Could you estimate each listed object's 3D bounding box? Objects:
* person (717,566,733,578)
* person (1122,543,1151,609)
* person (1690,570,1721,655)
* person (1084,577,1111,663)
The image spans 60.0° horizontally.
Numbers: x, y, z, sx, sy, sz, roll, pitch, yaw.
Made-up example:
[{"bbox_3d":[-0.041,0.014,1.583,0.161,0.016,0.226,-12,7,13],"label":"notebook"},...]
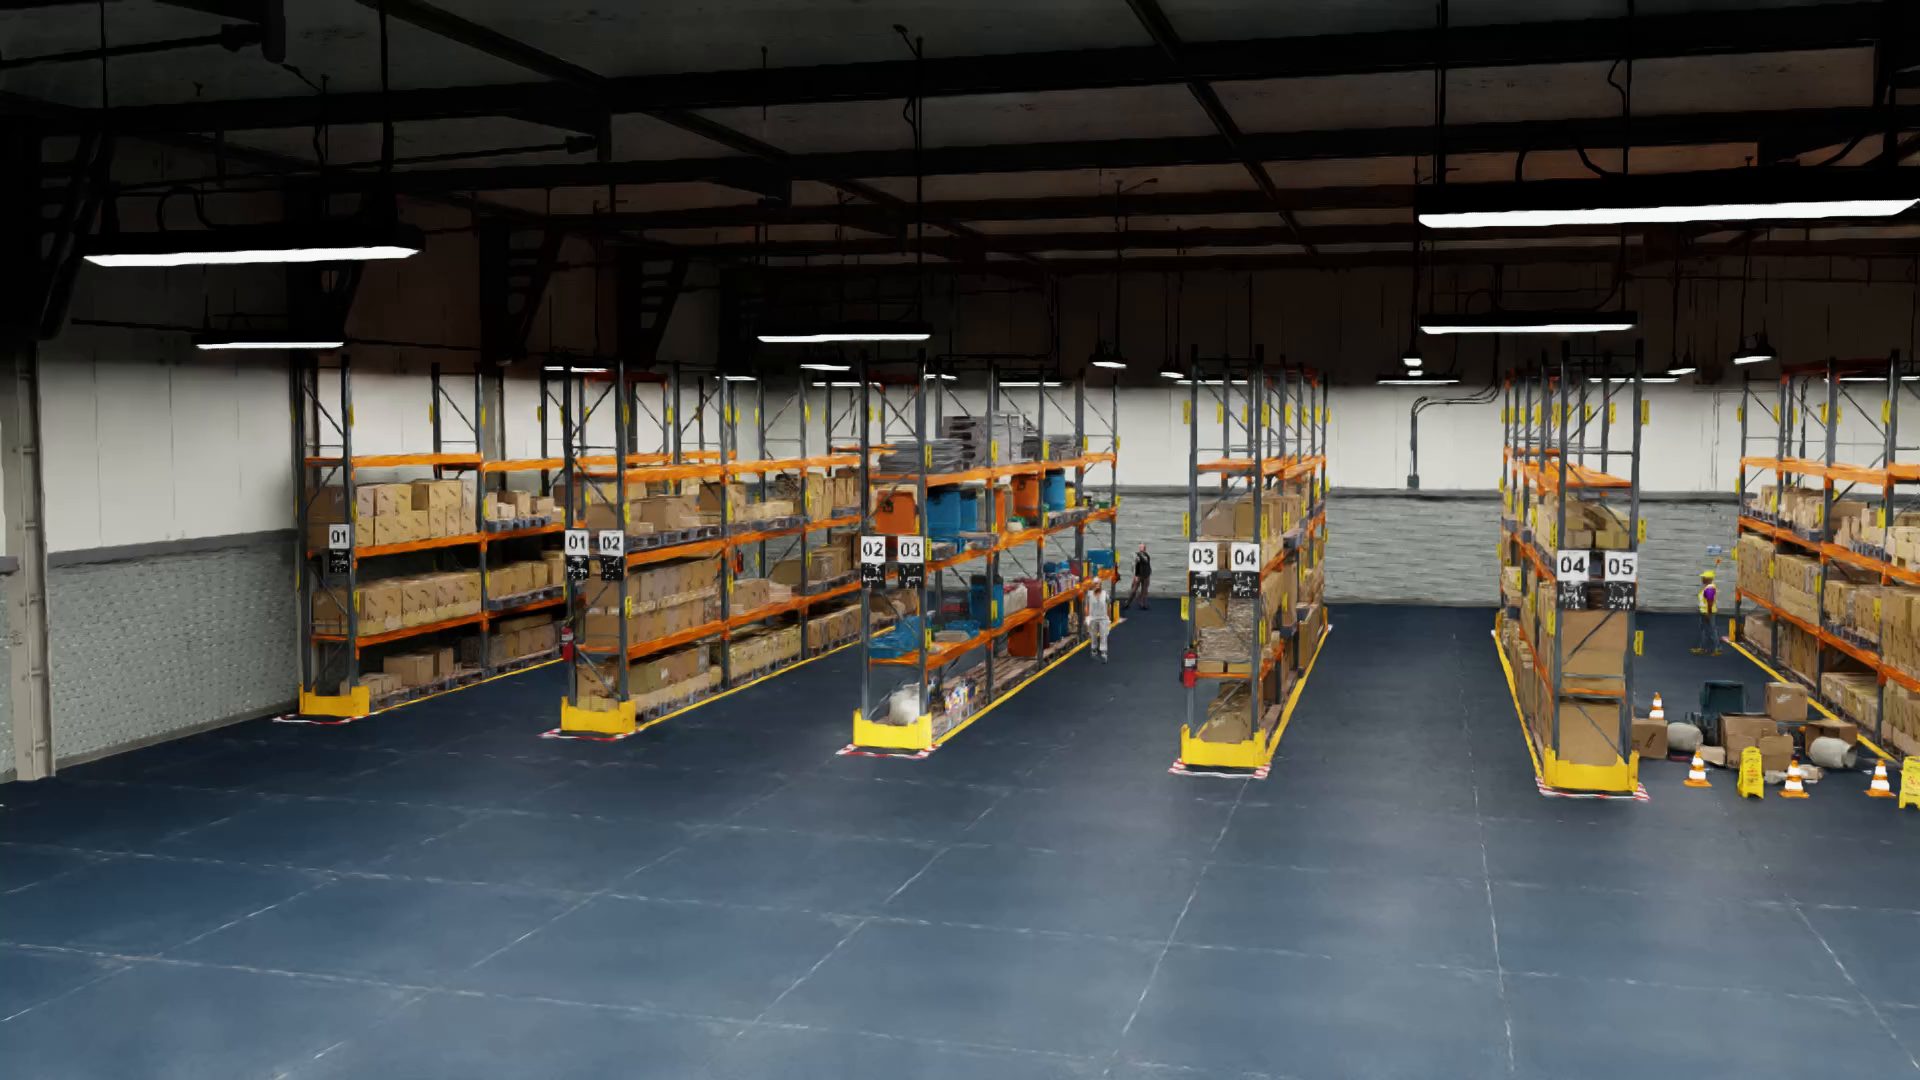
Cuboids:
[{"bbox_3d":[-6.284,0.775,44.795,0.769,1.716,0.586,-3,5,-37],"label":"person"},{"bbox_3d":[4.570,0.935,42.906,0.722,1.712,0.511,-2,5,-29],"label":"person"},{"bbox_3d":[15.640,1.511,34.830,0.580,1.767,0.735,2,5,19],"label":"person"},{"bbox_3d":[2.781,1.602,33.679,0.527,1.727,1.030,1,4,8],"label":"person"}]
